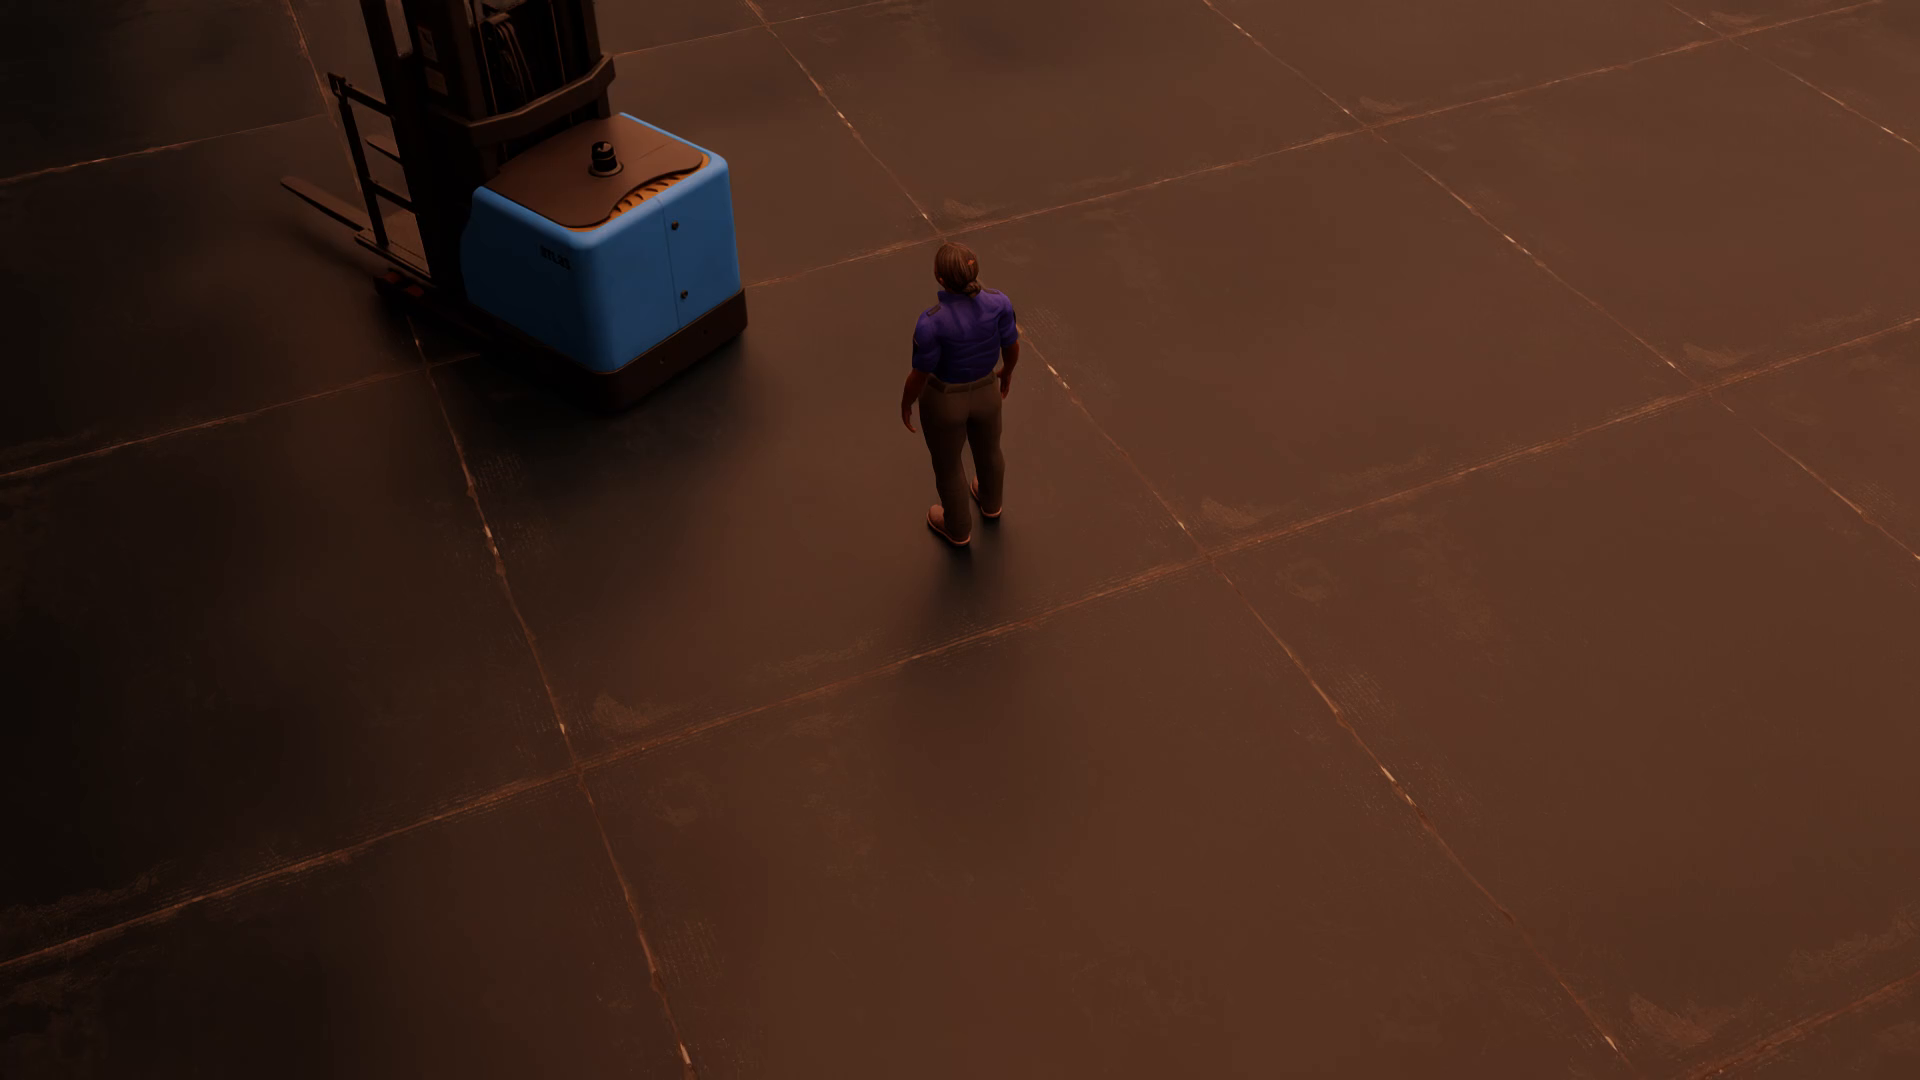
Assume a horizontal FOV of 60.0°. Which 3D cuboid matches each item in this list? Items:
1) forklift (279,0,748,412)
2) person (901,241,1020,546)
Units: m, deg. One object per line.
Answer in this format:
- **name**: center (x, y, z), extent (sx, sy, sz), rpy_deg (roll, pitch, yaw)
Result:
- **forklift**: center (-2.612, -2.562, 8.426), extent (3.031, 2.935, 1.130), rpy_deg (29, 50, 27)
- **person**: center (-0.019, -0.670, 7.323), extent (0.570, 1.654, 0.504), rpy_deg (-18, 46, -18)
